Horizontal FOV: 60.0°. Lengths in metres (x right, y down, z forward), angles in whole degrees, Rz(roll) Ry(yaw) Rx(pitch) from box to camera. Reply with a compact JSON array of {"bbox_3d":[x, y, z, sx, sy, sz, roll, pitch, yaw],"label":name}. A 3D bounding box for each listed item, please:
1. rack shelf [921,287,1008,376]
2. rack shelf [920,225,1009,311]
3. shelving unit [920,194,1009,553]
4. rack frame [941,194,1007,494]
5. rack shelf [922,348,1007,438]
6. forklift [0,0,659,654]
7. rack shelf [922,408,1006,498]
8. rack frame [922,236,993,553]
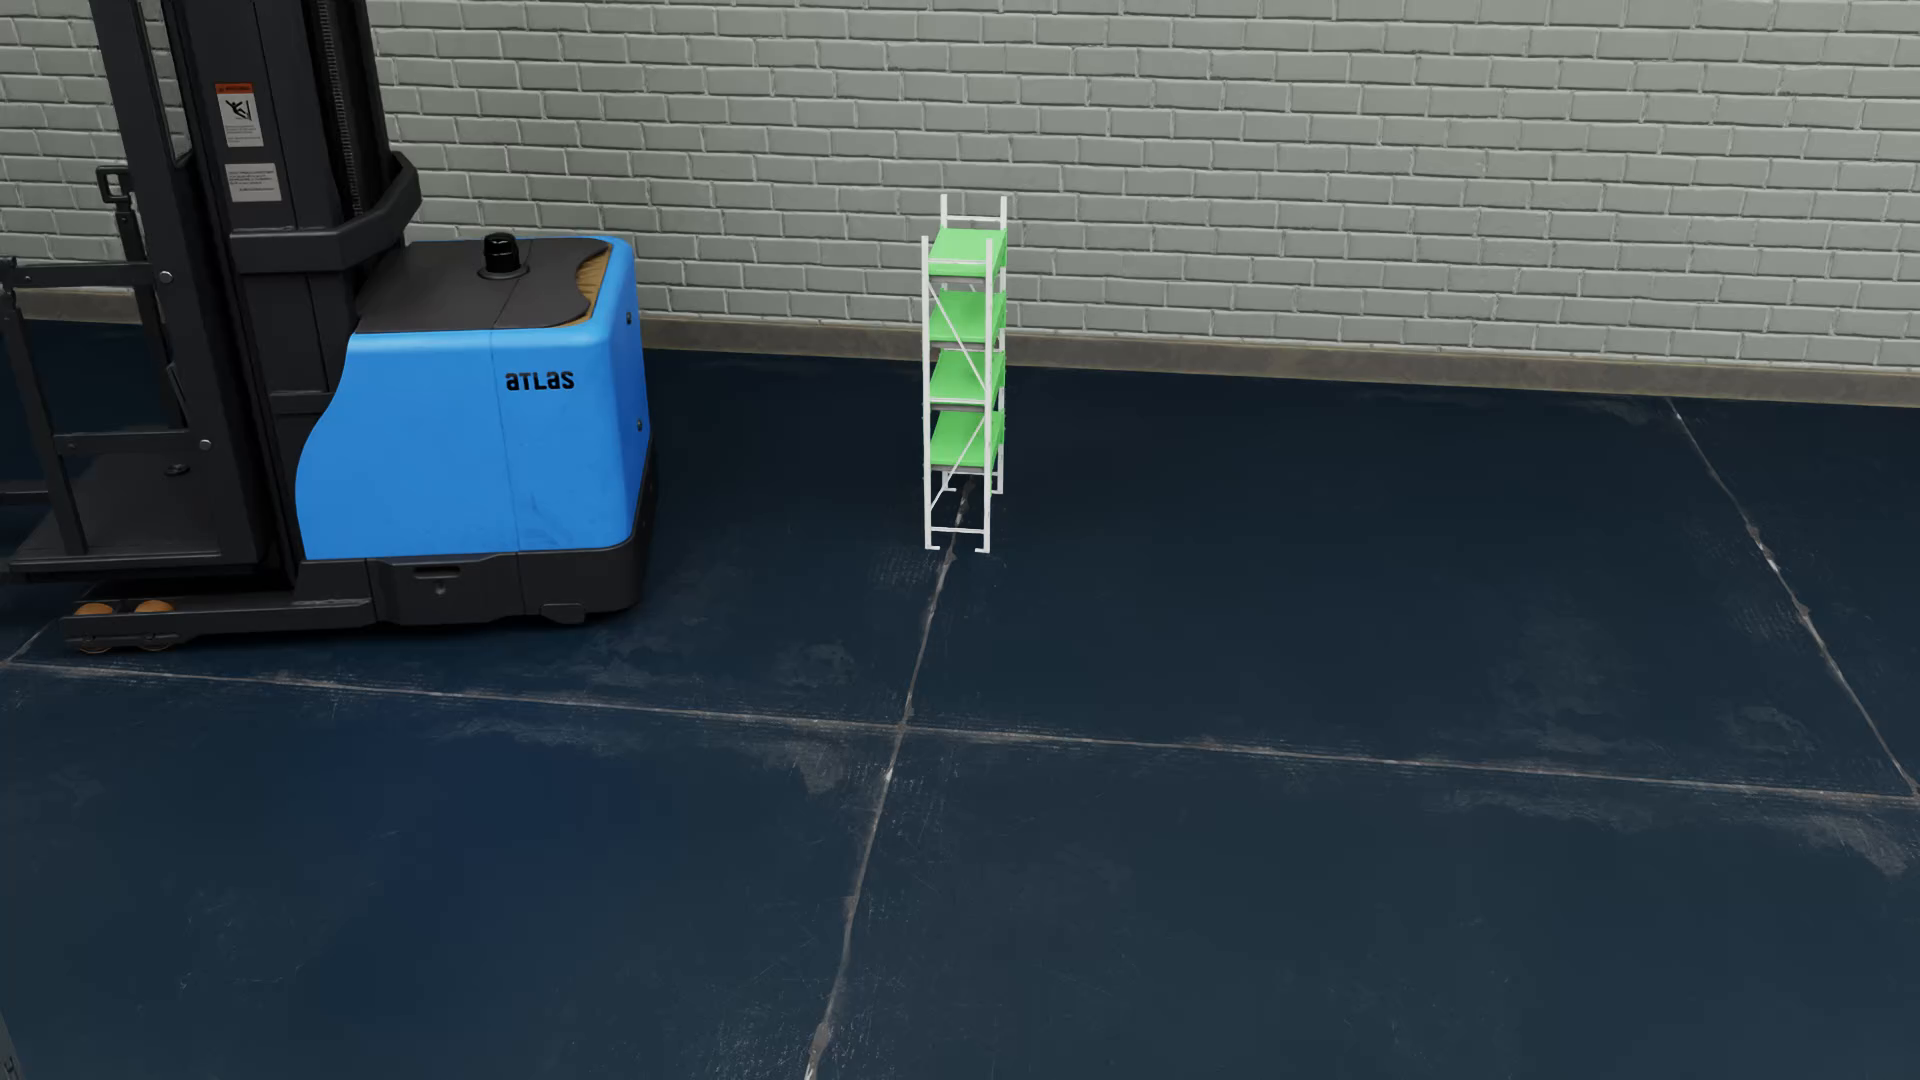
[{"bbox_3d":[0.020,-0.761,6.027,0.258,0.148,0.480,3,28,6],"label":"rack shelf"},{"bbox_3d":[0.020,-0.972,5.913,0.258,0.148,0.480,3,28,6],"label":"rack shelf"},{"bbox_3d":[0.020,-0.606,6.110,0.258,1.200,0.503,3,28,6],"label":"shelving unit"},{"bbox_3d":[0.050,-0.721,6.323,0.240,1.200,0.015,3,28,6],"label":"rack frame"},{"bbox_3d":[0.020,-0.550,6.140,0.258,0.148,0.480,3,28,6],"label":"rack shelf"},{"bbox_3d":[-2.646,-1.174,5.338,3.031,2.935,1.130,-2,28,-4],"label":"forklift"},{"bbox_3d":[0.020,-0.339,6.254,0.258,0.148,0.480,3,28,6],"label":"rack shelf"},{"bbox_3d":[-0.010,-0.491,5.897,0.240,1.200,0.015,3,28,6],"label":"rack frame"}]
